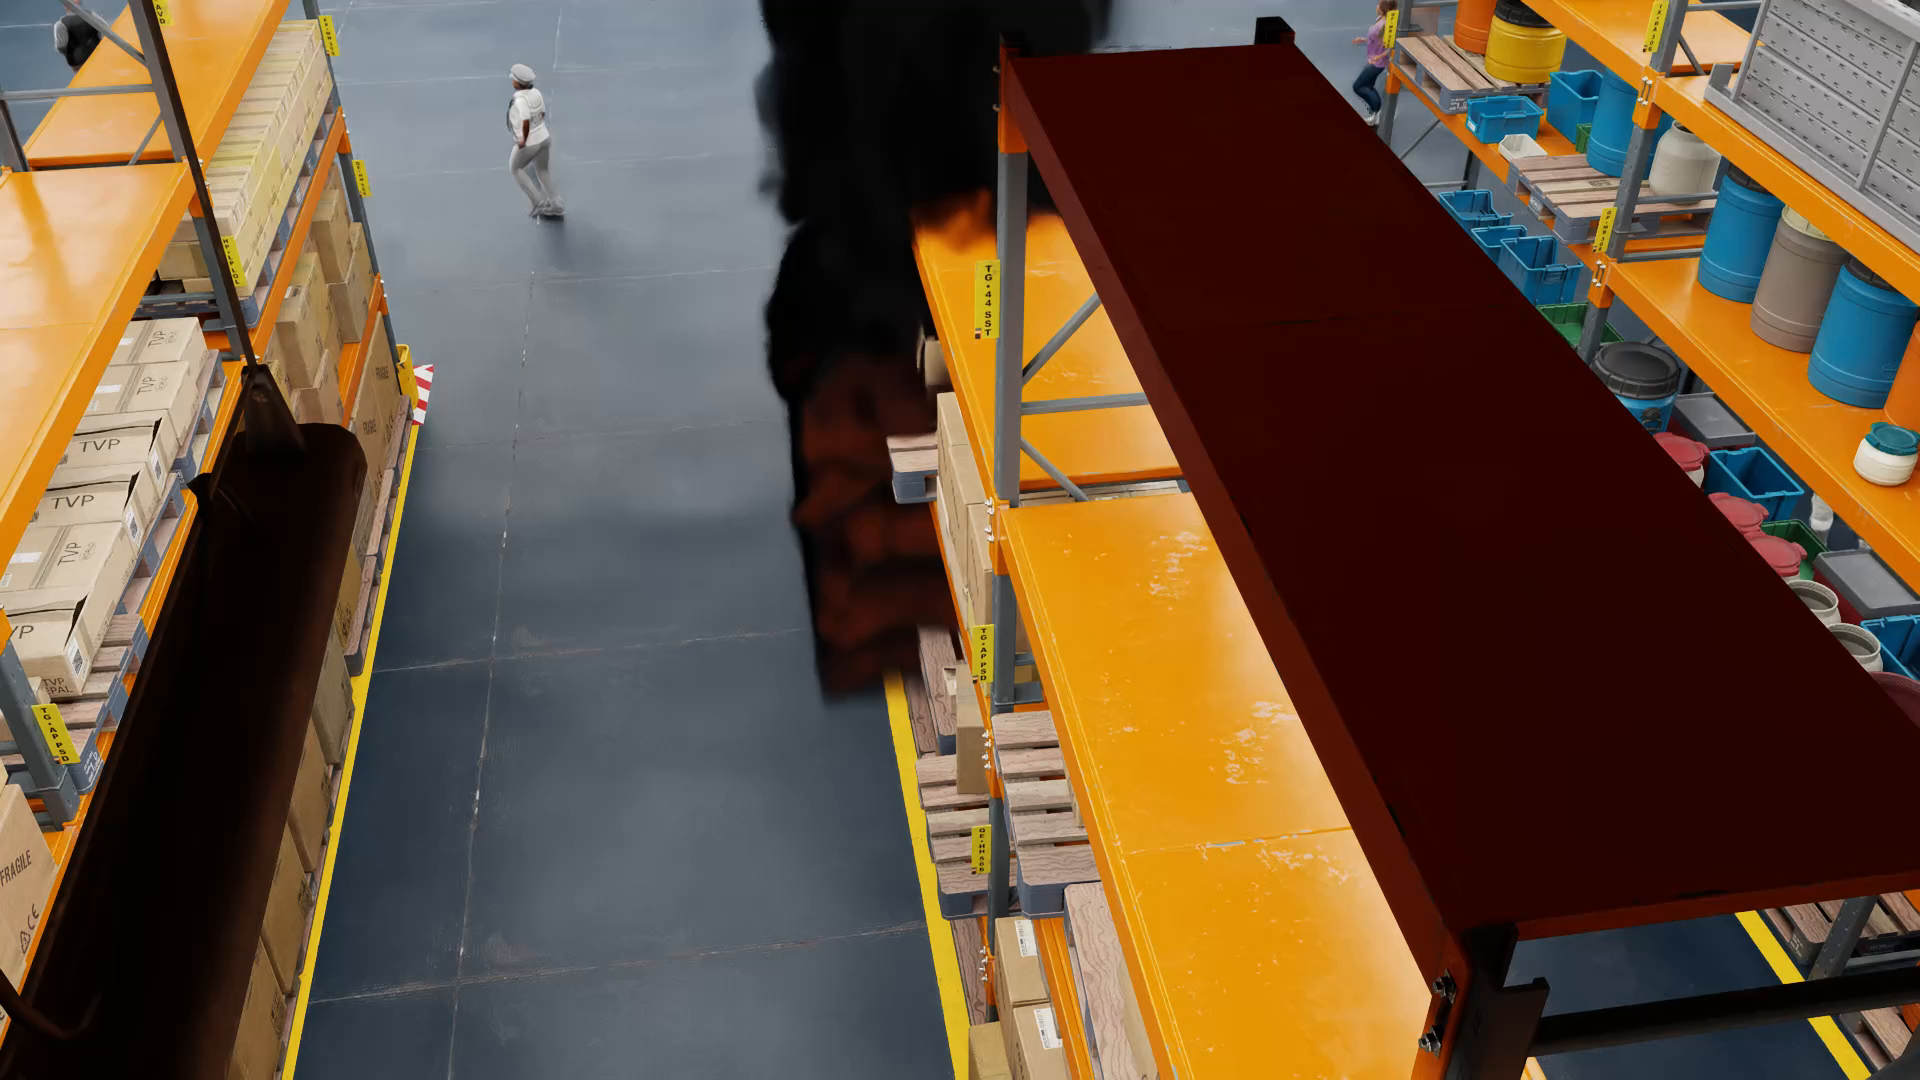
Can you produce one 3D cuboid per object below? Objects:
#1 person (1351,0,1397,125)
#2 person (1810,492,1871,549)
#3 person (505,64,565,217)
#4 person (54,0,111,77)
[{"bbox_3d":[4.930,-5.724,19.913,0.537,1.558,0.524,6,37,8],"label":"person"},{"bbox_3d":[6.864,-0.526,12.693,0.683,1.771,0.717,-10,37,-13],"label":"person"},{"bbox_3d":[-4.644,-4.263,17.855,0.642,1.707,0.573,16,39,21],"label":"person"},{"bbox_3d":[-10.313,-5.642,19.726,0.819,1.710,0.662,24,42,29],"label":"person"}]
